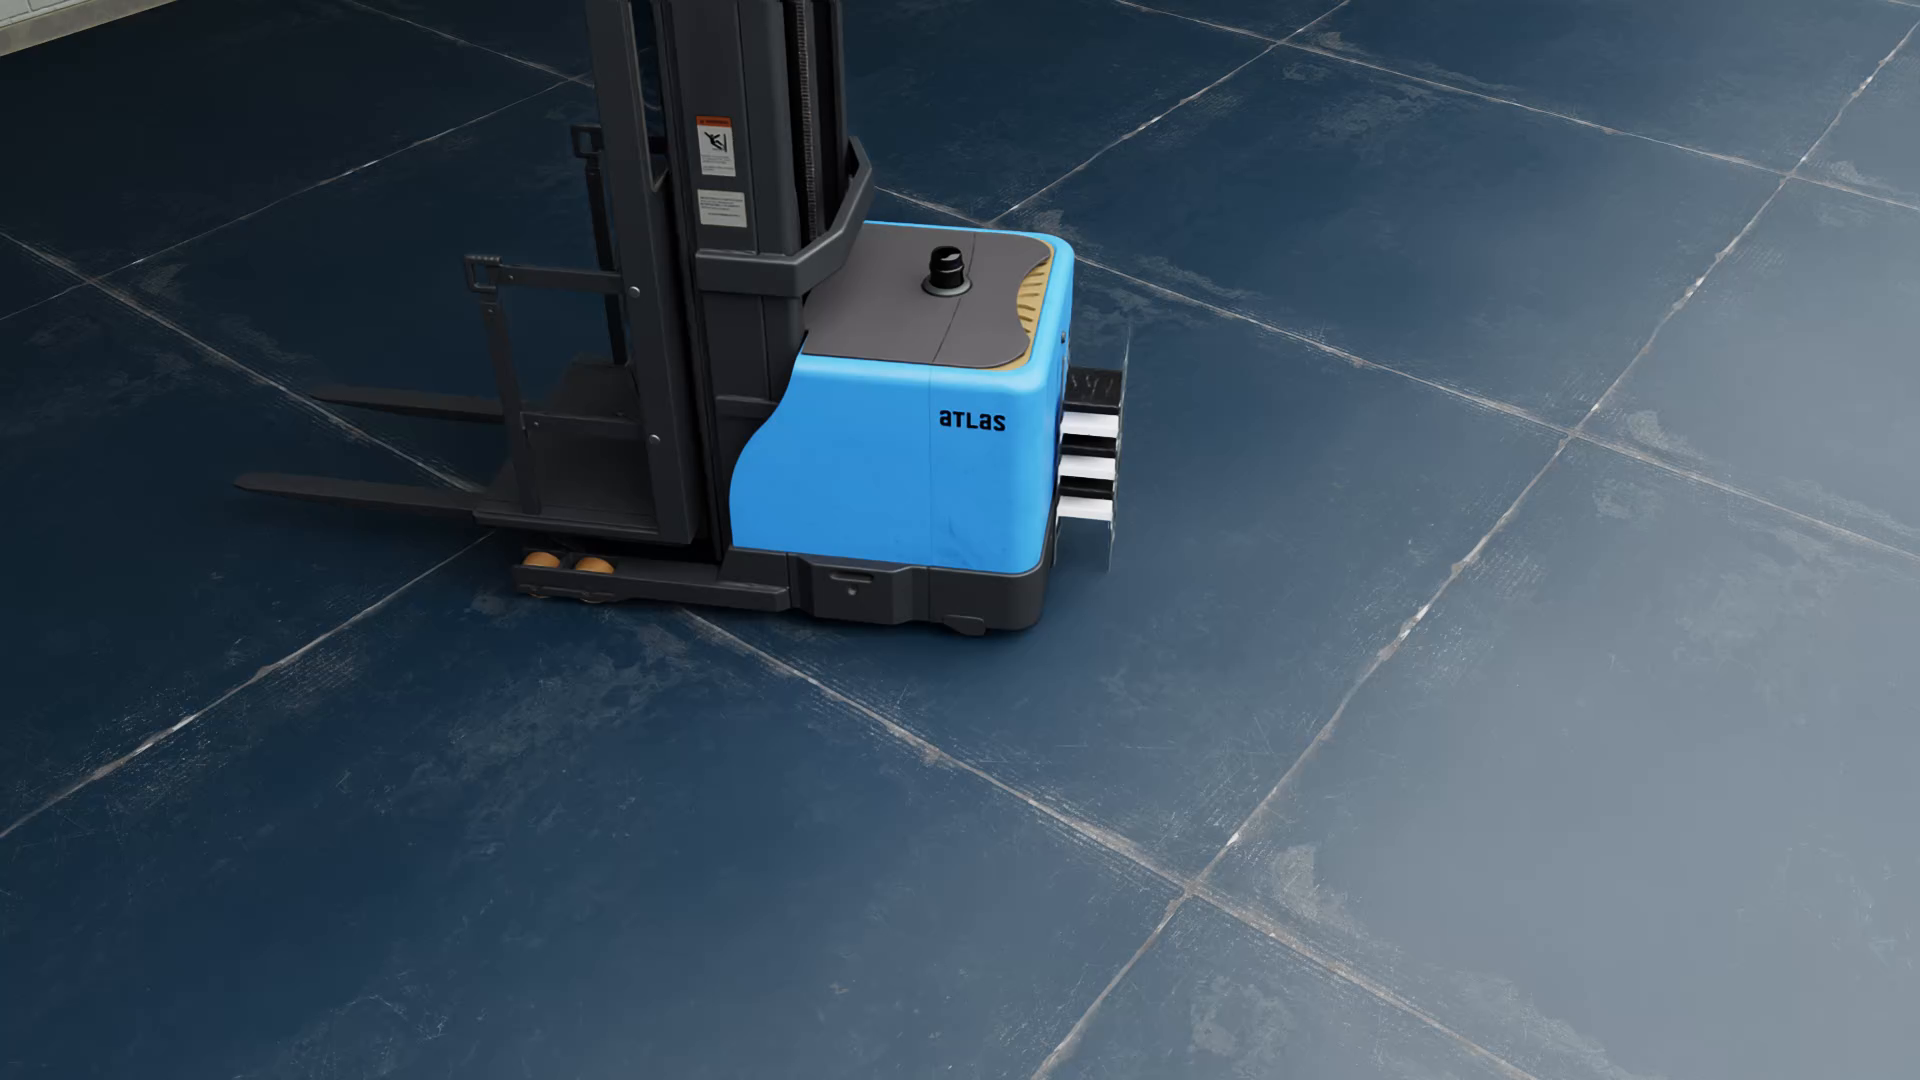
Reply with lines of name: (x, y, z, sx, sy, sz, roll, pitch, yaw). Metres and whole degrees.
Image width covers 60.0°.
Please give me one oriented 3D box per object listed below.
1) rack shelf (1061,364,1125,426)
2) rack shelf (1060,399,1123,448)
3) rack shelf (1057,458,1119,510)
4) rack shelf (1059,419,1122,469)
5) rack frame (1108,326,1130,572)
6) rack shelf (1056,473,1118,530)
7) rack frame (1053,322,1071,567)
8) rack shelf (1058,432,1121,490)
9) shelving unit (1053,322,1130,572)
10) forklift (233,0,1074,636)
rack shelf: (0.465, -0.505, 5.782, 0.200, 0.077, 0.258, 6, 38, 7)
rack shelf: (0.465, -0.435, 5.837, 0.200, 0.077, 0.258, 6, 38, 7)
rack shelf: (0.465, -0.222, 6.004, 0.200, 0.077, 0.258, 6, 38, 7)
rack shelf: (0.465, -0.364, 5.893, 0.200, 0.077, 0.258, 6, 38, 7)
rack frame: (0.565, -0.309, 5.915, 0.006, 0.900, 0.240, 6, 38, 7)
rack shelf: (0.465, -0.151, 6.059, 0.200, 0.077, 0.258, 6, 38, 7)
rack frame: (0.364, -0.329, 5.940, 0.006, 0.900, 0.240, 6, 38, 7)
rack shelf: (0.465, -0.293, 5.948, 0.200, 0.077, 0.258, 6, 38, 7)
shelving unit: (0.465, -0.319, 5.928, 0.210, 0.900, 0.258, 6, 38, 7)
forklift: (-1.147, -1.242, 5.459, 3.031, 2.935, 1.130, 6, 38, 7)
